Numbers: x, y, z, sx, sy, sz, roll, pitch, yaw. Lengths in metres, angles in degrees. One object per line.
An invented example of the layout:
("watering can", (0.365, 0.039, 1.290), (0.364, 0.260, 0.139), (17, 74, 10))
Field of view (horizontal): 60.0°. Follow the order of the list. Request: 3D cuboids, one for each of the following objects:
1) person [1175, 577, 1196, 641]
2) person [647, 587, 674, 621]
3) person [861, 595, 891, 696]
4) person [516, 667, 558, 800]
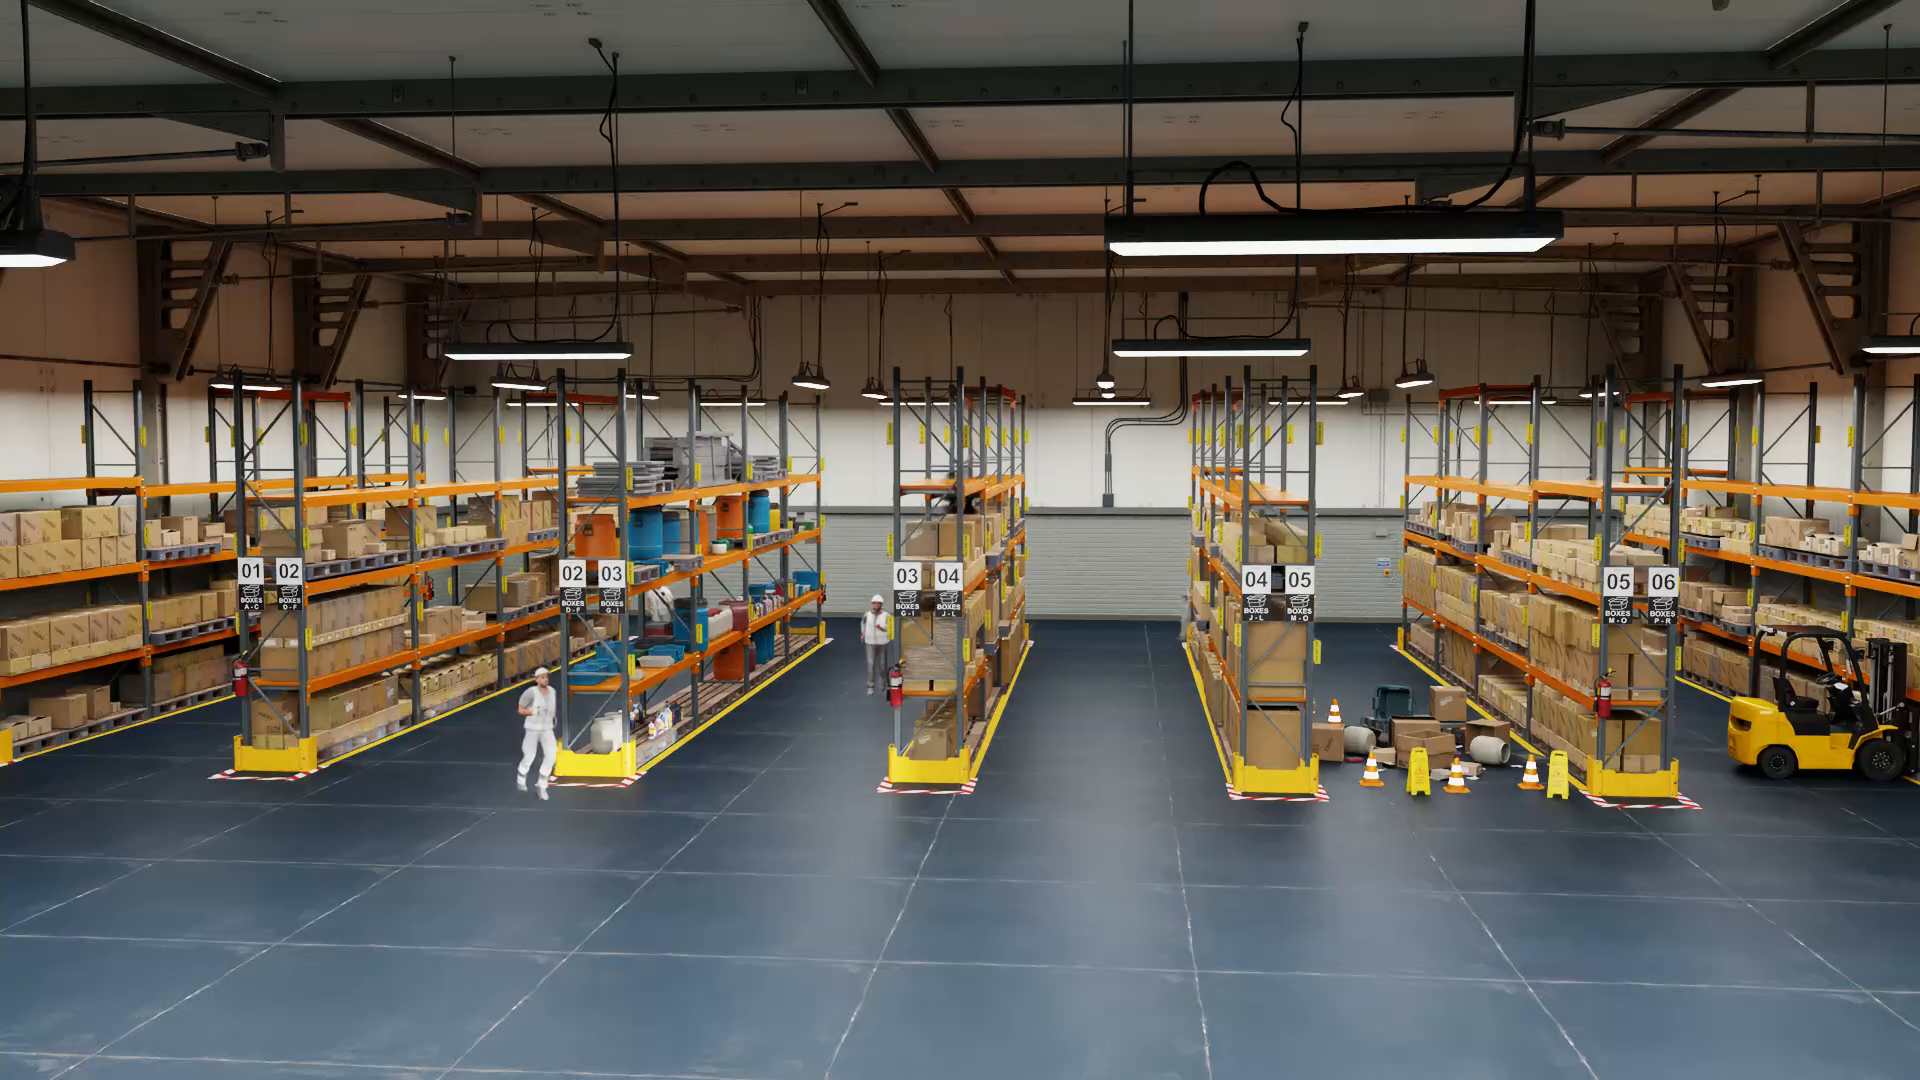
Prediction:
("person", (5.681, 1.663, 40.697), (0.866, 1.673, 0.663), (1, 4, 12))
("person", (-7.017, 1.727, 38.866), (0.640, 1.799, 0.887), (0, 4, -1))
("person", (-1.522, 1.909, 30.447), (0.650, 1.798, 0.873), (0, 4, 4))
("person", (-5.849, 2.684, 23.140), (0.644, 1.842, 0.775), (-3, 4, -38))
